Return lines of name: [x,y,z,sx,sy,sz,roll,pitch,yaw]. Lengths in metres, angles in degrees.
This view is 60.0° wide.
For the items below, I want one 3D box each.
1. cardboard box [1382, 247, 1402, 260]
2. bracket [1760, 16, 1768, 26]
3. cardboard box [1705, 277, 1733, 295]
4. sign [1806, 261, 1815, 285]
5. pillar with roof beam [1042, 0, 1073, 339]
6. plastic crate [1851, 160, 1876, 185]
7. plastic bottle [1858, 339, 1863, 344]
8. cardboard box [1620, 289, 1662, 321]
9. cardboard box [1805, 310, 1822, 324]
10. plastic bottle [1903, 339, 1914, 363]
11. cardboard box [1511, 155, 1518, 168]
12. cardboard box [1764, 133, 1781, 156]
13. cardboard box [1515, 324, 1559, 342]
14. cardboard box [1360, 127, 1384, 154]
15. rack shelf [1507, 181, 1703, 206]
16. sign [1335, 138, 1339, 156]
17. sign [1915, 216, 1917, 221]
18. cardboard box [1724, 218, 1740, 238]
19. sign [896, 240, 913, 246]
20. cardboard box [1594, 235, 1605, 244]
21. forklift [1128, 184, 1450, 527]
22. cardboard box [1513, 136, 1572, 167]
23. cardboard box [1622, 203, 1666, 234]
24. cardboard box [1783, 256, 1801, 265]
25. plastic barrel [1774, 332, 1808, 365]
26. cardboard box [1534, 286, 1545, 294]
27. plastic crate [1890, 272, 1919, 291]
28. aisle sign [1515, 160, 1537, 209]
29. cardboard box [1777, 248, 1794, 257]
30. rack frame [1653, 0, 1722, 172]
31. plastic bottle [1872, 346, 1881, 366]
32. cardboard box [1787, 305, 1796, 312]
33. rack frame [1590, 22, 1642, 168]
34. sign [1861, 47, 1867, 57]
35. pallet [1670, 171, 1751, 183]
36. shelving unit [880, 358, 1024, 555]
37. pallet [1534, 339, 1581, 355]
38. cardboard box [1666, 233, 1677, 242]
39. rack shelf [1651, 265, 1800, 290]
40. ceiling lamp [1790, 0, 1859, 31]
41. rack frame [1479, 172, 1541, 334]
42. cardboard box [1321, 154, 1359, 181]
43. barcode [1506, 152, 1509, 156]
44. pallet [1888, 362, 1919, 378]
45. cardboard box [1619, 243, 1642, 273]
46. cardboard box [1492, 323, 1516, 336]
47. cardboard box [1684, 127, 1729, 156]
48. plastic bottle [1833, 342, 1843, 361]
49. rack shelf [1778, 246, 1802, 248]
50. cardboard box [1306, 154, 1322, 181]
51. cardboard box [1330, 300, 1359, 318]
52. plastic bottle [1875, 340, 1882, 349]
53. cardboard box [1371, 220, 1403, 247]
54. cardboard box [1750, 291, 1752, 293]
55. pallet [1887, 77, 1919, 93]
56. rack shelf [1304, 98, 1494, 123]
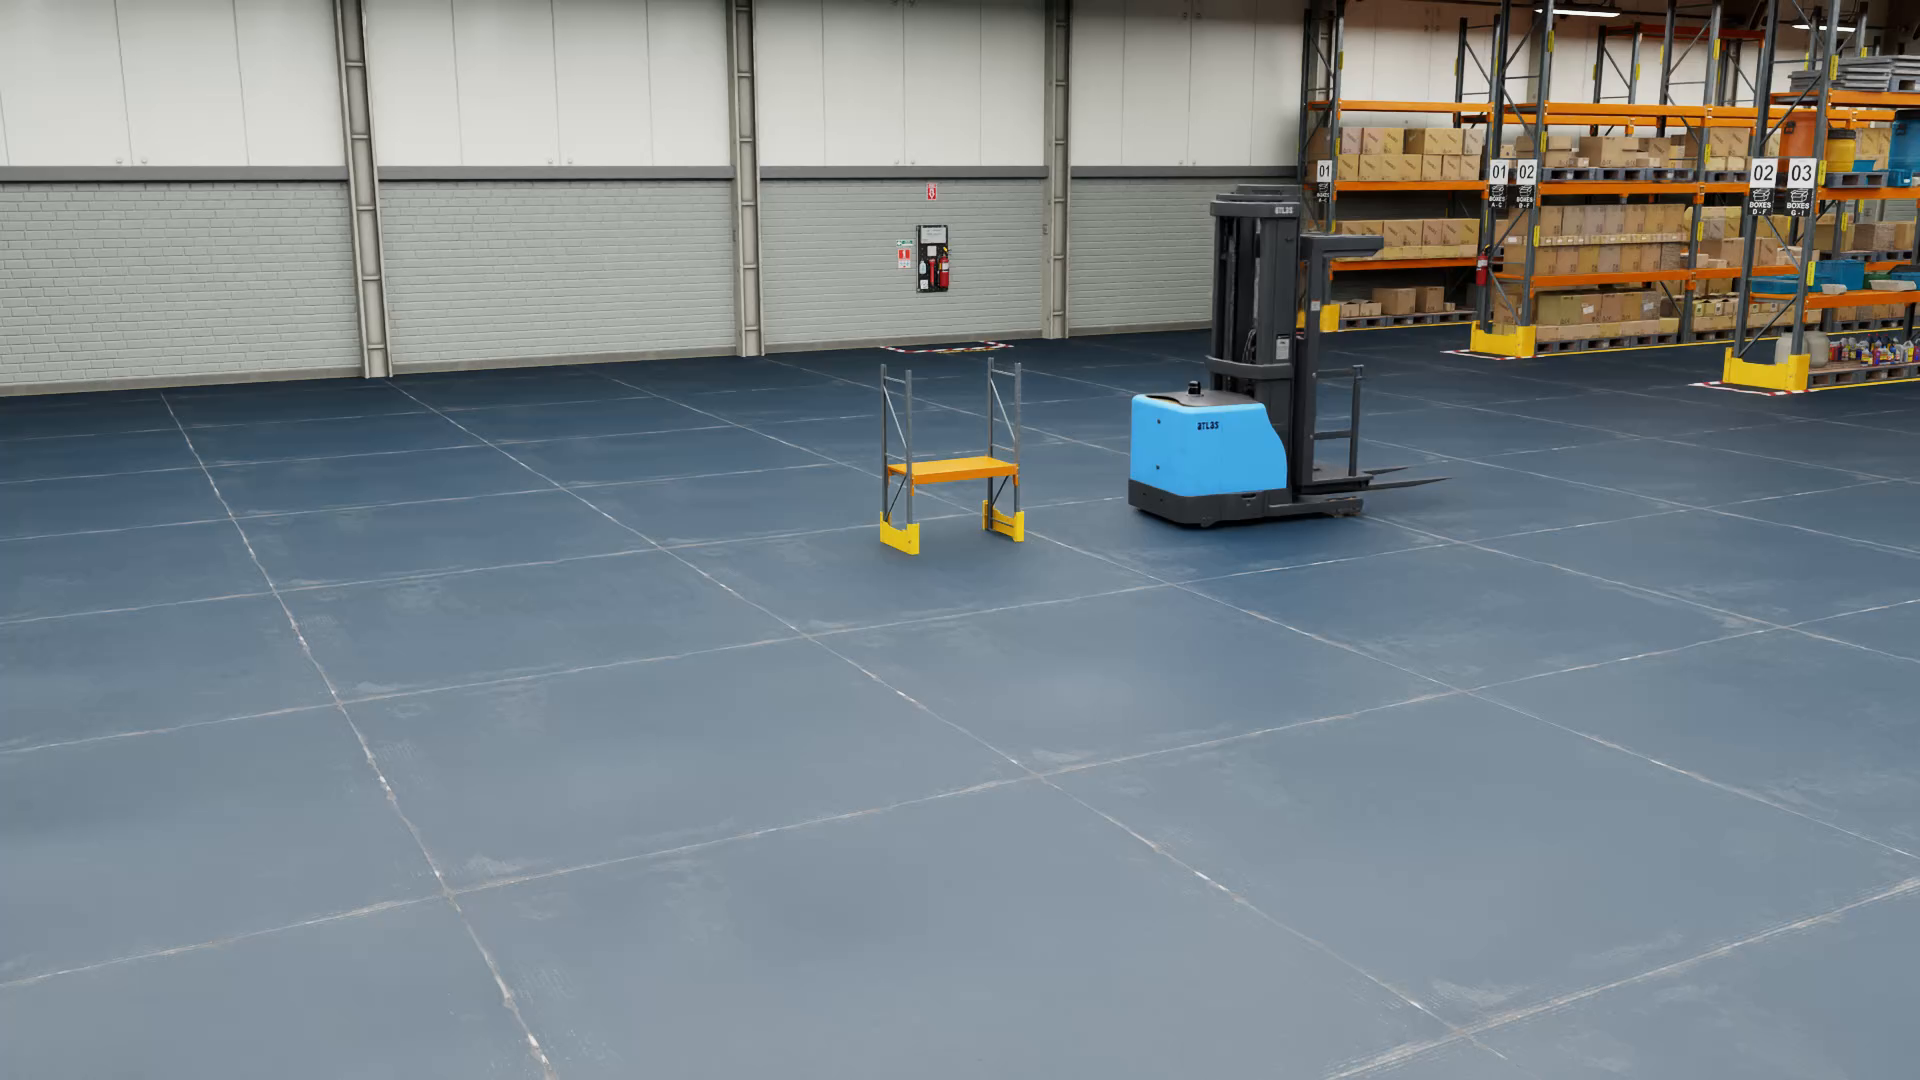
cardboard box: [8.295,-5.621,32.550,0.500,0.250,0.500,-7,15,-29]
bracket: [18.083,-11.745,37.606,0.430,0.232,0.235,-7,14,-28]
cardboard box: [16.840,-5.910,37.476,0.750,0.750,0.750,-7,14,-27]
sign: [11.823,-3.704,23.105,0.005,0.325,0.100,-7,14,-28]
pillar with roof beam: [3.812,-7.291,26.010,0.400,9.000,9.100,-7,14,-28]
plastic crate: [13.092,-5.390,24.430,0.575,0.384,0.392,-7,14,-28]
plastic bottle: [13.836,-2.951,25.576,0.133,0.283,0.061,-6,14,-25]
cardboard box: [11.957,-4.139,29.267,0.500,0.500,0.500,-7,14,-28]
cardboard box: [15.870,-4.233,31.392,0.500,0.250,0.500,-6,14,-27]
plastic bottle: [14.195,-2.841,24.932,0.185,0.351,0.144,-7,14,-28]
cardboard box: [11.386,-7.737,34.071,0.500,0.311,0.500,-6,14,-26]
cardboard box: [18.109,-8.878,37.342,0.500,0.500,0.500,-7,14,-28]
cardboard box: [9.770,-3.507,28.168,0.500,0.250,0.500,-7,14,-28]
cardboard box: [7.735,-7.631,31.803,0.500,0.500,0.500,-7,14,-29]
rack shelf: [10.948,-5.953,28.536,4.000,0.370,1.077,-7,14,-28]
sign: [7.076,-7.370,31.202,0.005,0.325,0.100,-7,14,-28]
sign: [19.459,-6.419,33.827,0.005,0.325,0.100,-7,14,-28]
cardboard box: [17.064,-6.953,37.224,0.500,0.500,0.500,-7,15,-29]
sign: [-0.964,-5.177,28.995,0.331,0.109,0.001,-7,14,-28]
cardboard box: [10.770,-5.131,28.372,0.250,0.149,0.380,-7,14,-29]
forklift: [3.107,-1.732,15.128,3.031,2.935,1.130,-5,14,-23]
cardboard box: [9.699,-6.477,27.715,0.637,0.503,0.797,-6,14,-24]
cardboard box: [11.874,-5.632,29.118,0.500,0.500,0.700,-7,14,-28]
cardboard box: [15.558,-5.201,30.962,0.250,0.149,0.380,-7,14,-28]
plastic barrel: [12.104,-2.750,24.209,0.421,0.512,0.421,0,13,0]
cardboard box: [11.862,-5.191,35.035,0.500,0.500,0.700,-7,14,-27]
plastic crate: [14.232,-3.855,24.745,0.616,0.251,0.499,-7,14,-28]
aisle sign: [9.282,-5.833,27.273,0.004,0.787,0.394,-7,14,-28]
cardboard box: [15.337,-5.372,31.349,0.500,0.311,0.500,-7,14,-29]
rack frame: [12.704,-7.978,29.063,0.127,3.000,1.000,-7,14,-28]
plastic bottle: [13.511,-2.716,24.529,0.133,0.283,0.061,-7,14,-27]
cardboard box: [15.420,-4.450,31.081,0.500,0.311,0.500,-7,14,-29]
rack frame: [13.838,-9.353,35.173,0.127,3.000,1.000,-7,14,-28]
sign: [16.484,-8.825,30.339,0.005,0.325,0.100,-7,14,-28]
pallet: [13.472,-6.516,29.837,1.217,0.209,0.805,-8,15,-30]
shelving unit: [-0.067,-0.724,13.909,1.083,1.500,0.587,-7,14,-28]
pallet: [9.844,-3.358,28.551,1.213,0.211,1.003,-7,14,-28]
cardboard box: [12.350,-5.321,29.215,0.250,0.149,0.380,-7,15,-29]
rack shelf: [14.459,-4.911,30.736,4.000,0.370,1.077,-7,14,-28]
ceiling lamp: [17.961,-11.993,33.609,2.000,3.185,0.800,-7,14,-28]
rack frame: [9.193,-4.630,27.852,0.127,3.000,1.000,-7,14,-28]
cardboard box: [7.229,-7.093,31.692,0.500,0.500,0.500,-6,14,-26]
barcode: [9.226,-6.502,28.013,0.075,0.075,0.001,-7,14,-28]
pallet: [14.464,-2.673,25.506,1.213,0.211,1.003,-7,14,-28]
cardboard box: [11.415,-4.943,29.015,0.500,0.500,0.700,-7,14,-27]
cardboard box: [9.522,-3.607,28.611,0.500,0.250,0.500,-7,14,-28]
cardboard box: [13.264,-7.069,29.535,0.500,0.500,0.500,-7,14,-27]
plastic bottle: [13.251,-2.843,25.096,0.133,0.283,0.061,-7,14,-28]
rack shelf: [19.104,-6.706,38.715,4.000,0.370,1.077,-7,14,-28]
cardboard box: [7.061,-7.199,32.161,0.500,0.500,0.500,-6,14,-24]
cardboard box: [7.466,-4.543,32.585,0.500,0.311,0.500,-9,15,-34]
plastic bottle: [14.097,-2.936,25.536,0.097,0.271,0.097,0,13,0]
cardboard box: [8.274,-5.983,32.448,0.500,0.500,0.500,-7,15,-30]
cardboard box: [15.157,-4.554,31.540,0.500,0.311,0.500,-7,15,-29]
pallet: [13.291,-6.514,23.901,1.213,0.211,1.003,-7,14,-28]
rack shelf: [8.571,-8.369,32.448,4.000,0.370,1.077,-7,14,-28]
